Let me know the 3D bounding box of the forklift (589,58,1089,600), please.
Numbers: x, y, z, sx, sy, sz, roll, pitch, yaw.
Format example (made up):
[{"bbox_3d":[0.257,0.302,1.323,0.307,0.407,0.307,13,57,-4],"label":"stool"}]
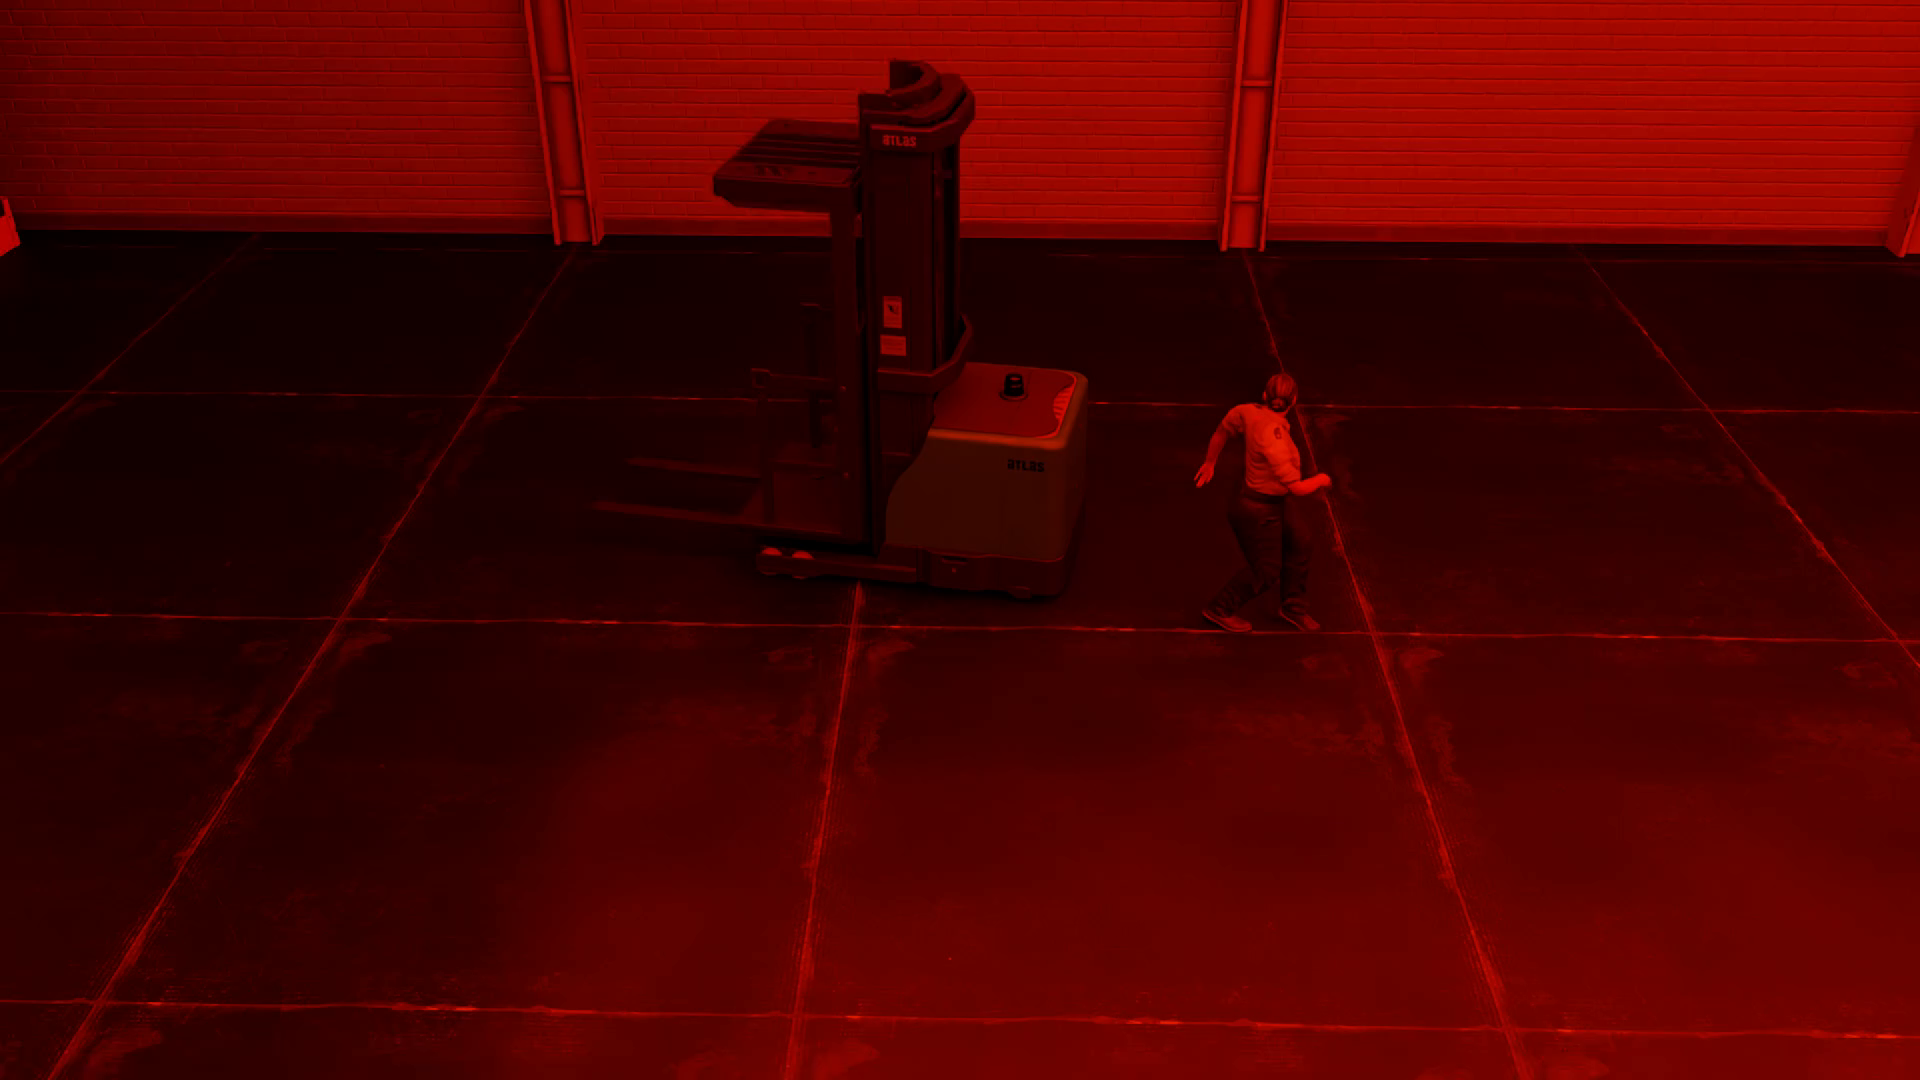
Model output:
[{"bbox_3d":[-0.776,-1.280,9.786,3.031,2.935,1.130,6,31,10],"label":"forklift"}]

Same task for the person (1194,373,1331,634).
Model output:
[{"bbox_3d":[1.705,-0.168,9.293,0.828,1.623,0.527,6,31,10],"label":"person"}]
